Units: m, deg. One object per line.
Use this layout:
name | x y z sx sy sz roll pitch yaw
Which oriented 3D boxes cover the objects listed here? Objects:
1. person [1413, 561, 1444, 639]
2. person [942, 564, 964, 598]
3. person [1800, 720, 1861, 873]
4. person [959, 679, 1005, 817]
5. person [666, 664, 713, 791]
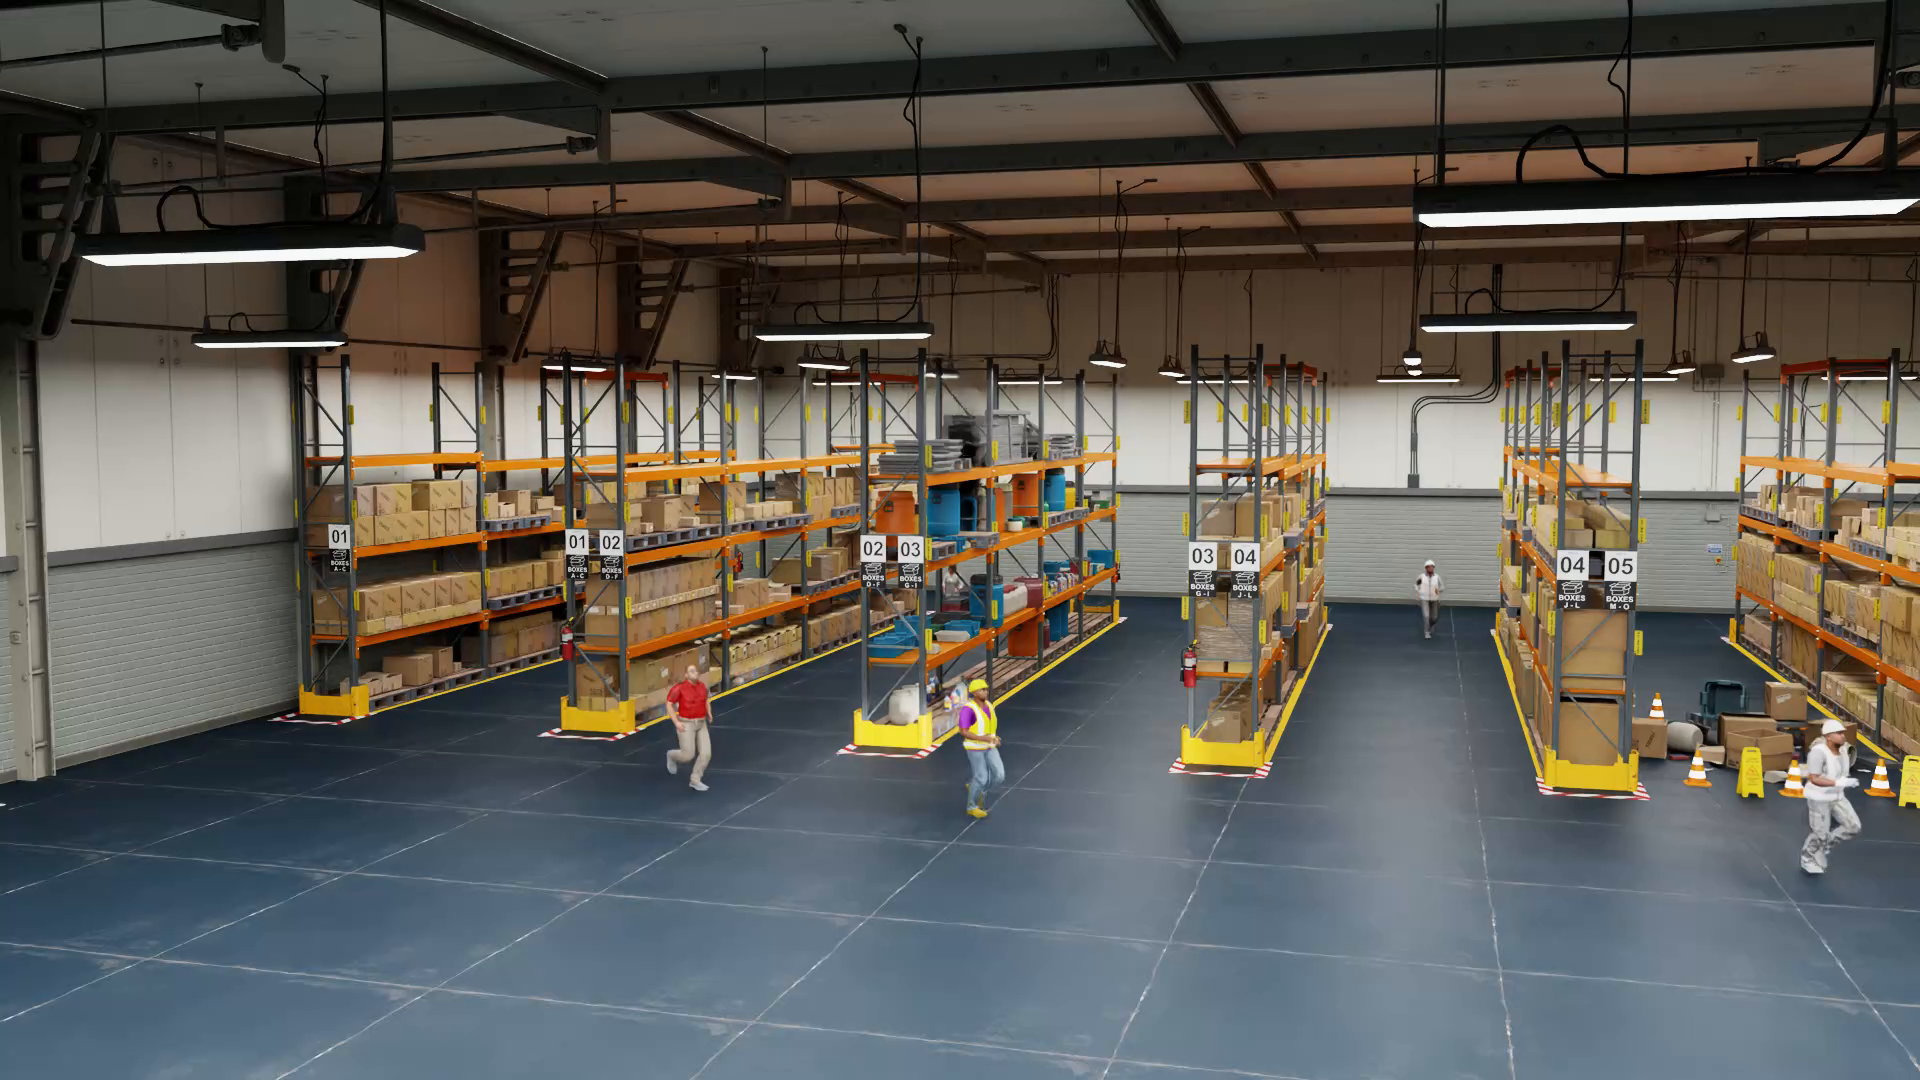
person | 10.540 1.333 37.383 0.669 1.740 0.812 1 4 9
person | -0.181 1.424 38.817 0.532 1.337 0.608 1 4 8
person | 9.384 2.781 17.892 0.726 1.722 0.728 -2 5 -26
person | 0.296 2.587 20.677 0.582 1.724 0.692 4 6 42
person | -3.631 2.502 22.352 0.683 1.686 0.659 -4 6 -43
